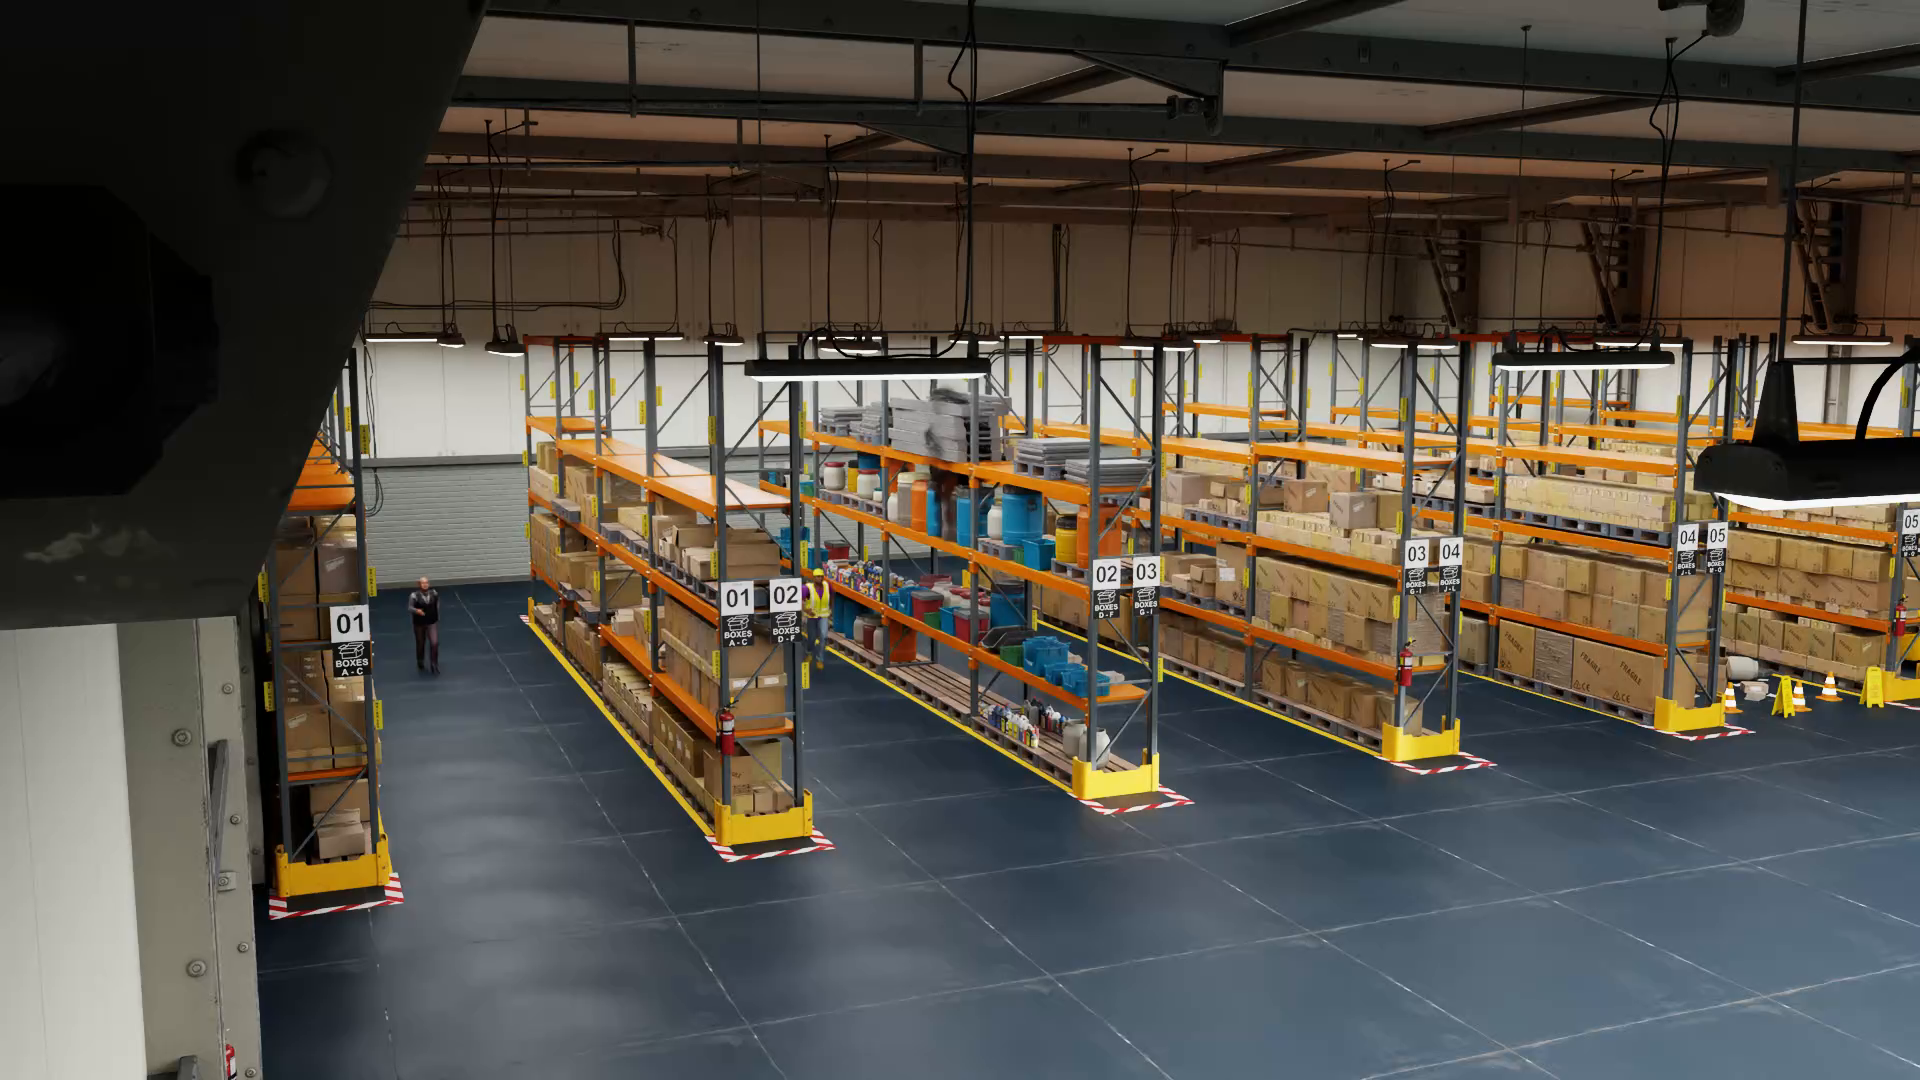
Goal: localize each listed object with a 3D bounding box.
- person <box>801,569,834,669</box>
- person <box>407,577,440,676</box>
[{"bbox_3d":[-2.511,1.357,29.135,0.725,1.756,0.896,-3,8,-23],"label":"person"},{"bbox_3d":[-9.568,1.537,29.735,0.600,1.769,0.831,-3,8,-24],"label":"person"}]
